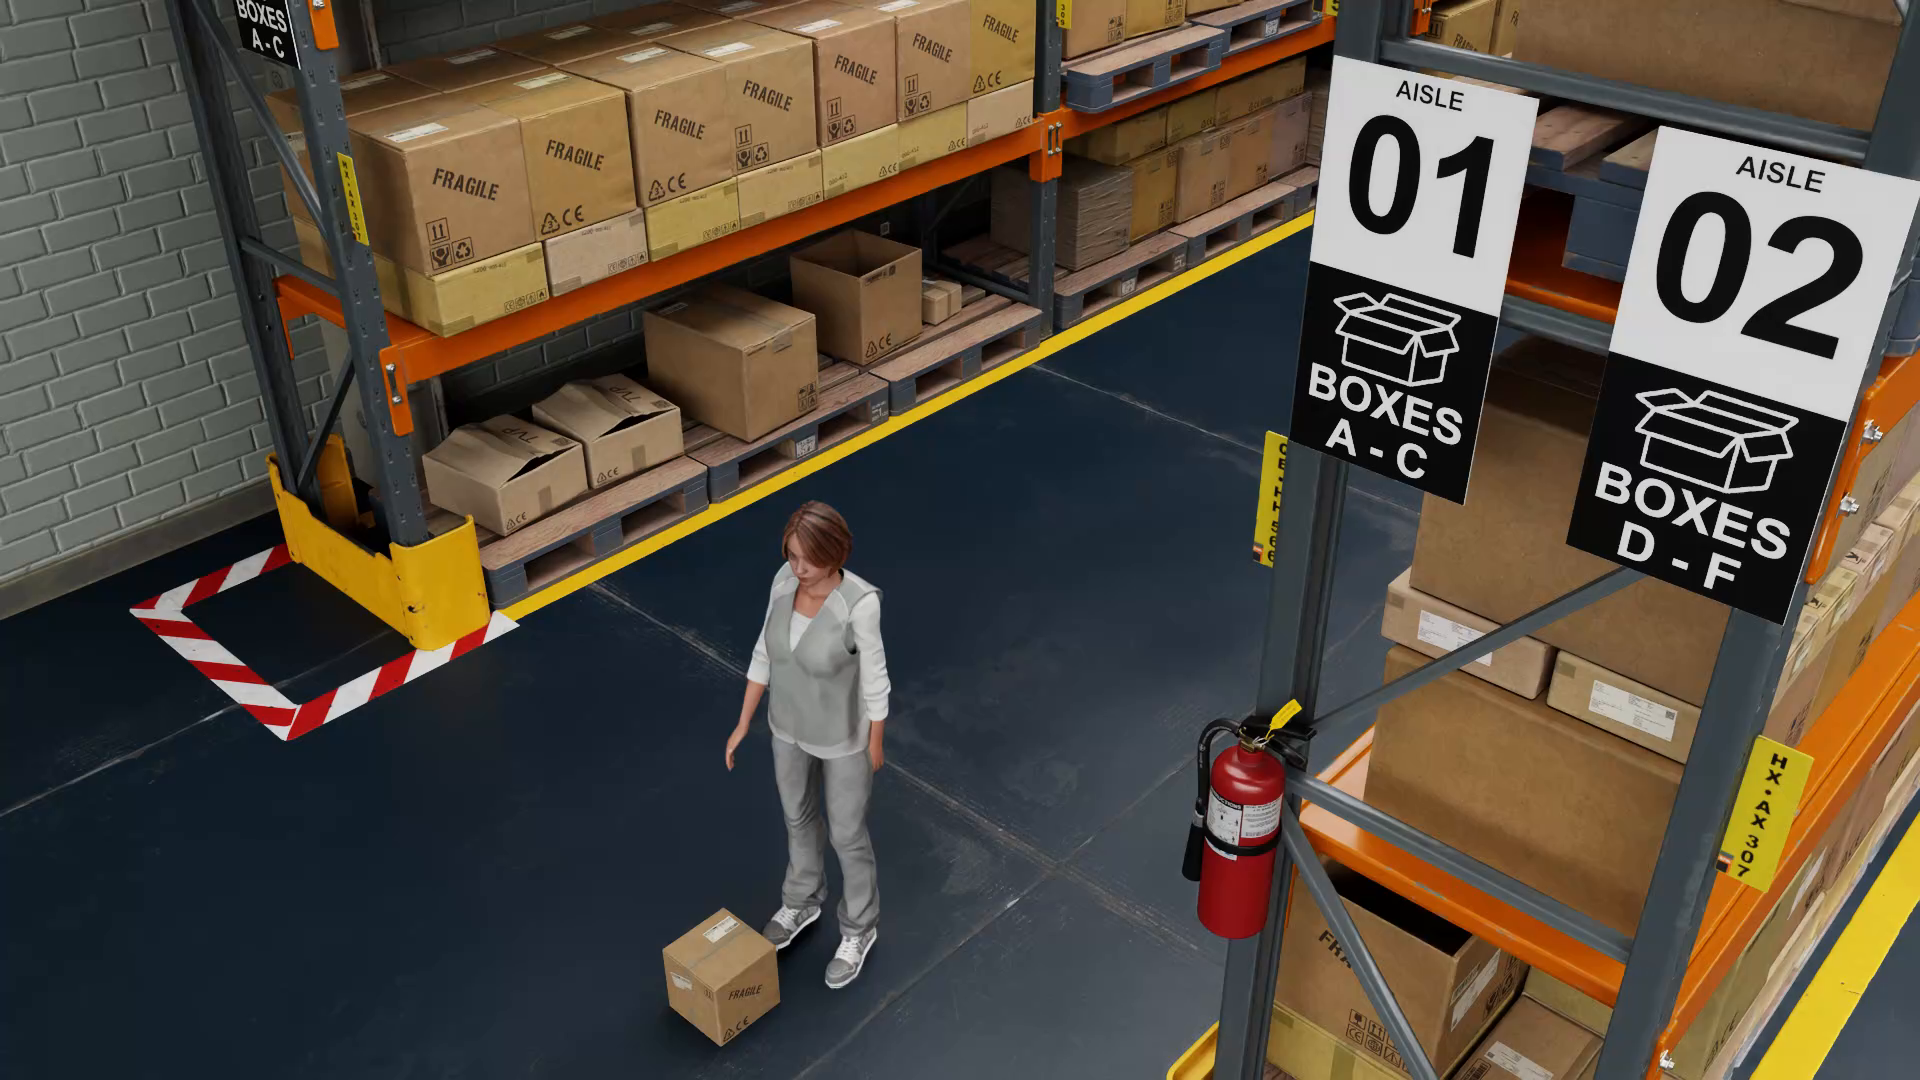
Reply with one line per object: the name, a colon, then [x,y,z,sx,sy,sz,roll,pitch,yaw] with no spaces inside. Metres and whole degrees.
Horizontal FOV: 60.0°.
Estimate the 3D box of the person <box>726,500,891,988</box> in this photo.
person: [-0.459,0.630,5.115,0.434,1.626,0.420,20,37,29]
